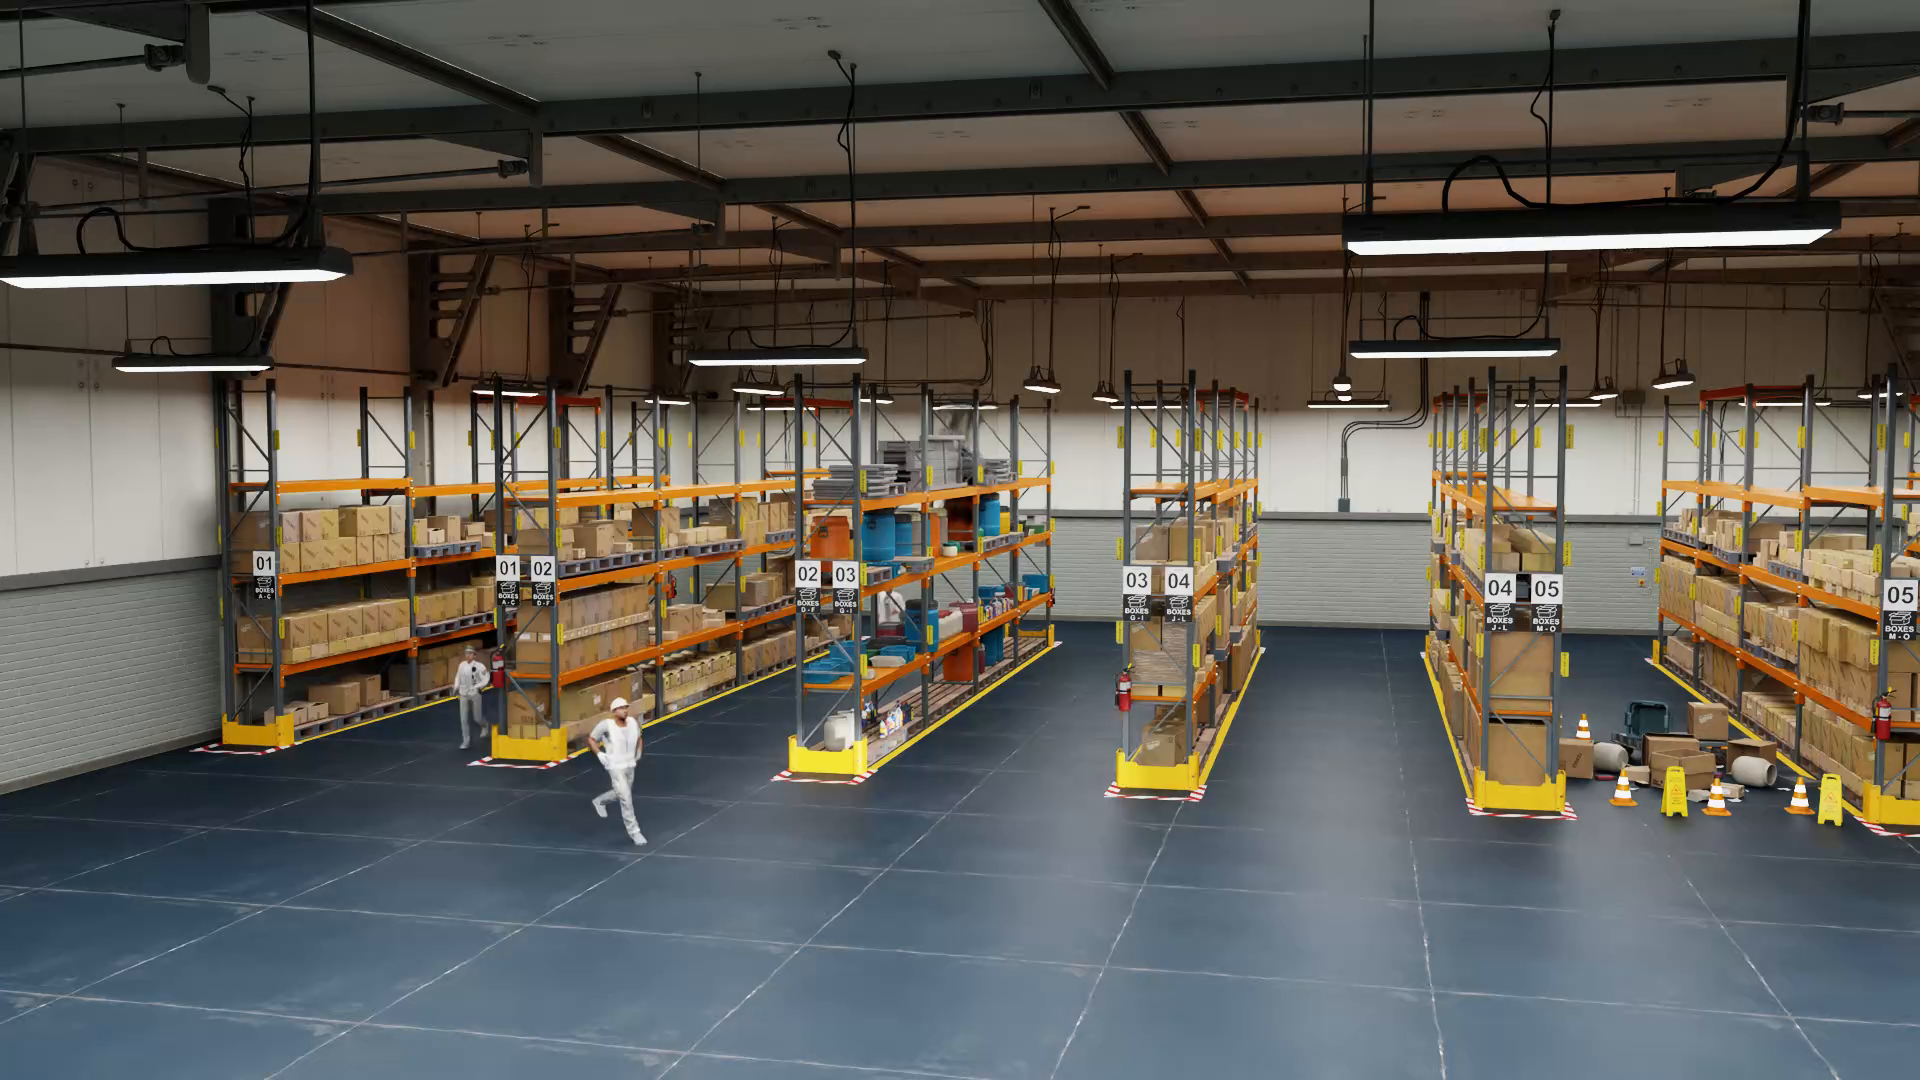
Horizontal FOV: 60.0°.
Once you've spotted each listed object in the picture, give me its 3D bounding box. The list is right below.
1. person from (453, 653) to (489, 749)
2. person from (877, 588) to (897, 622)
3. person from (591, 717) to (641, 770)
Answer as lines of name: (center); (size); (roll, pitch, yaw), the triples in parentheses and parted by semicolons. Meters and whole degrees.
person: (-7.973, 2.552, 27.135); (0.639, 1.625, 0.832); (0, 3, 8)
person: (-1.466, 1.748, 34.693); (0.625, 1.823, 0.983); (0, 3, 7)
person: (-4.288, 2.557, 20.937); (0.458, 0.635, 0.624); (3, 4, 38)
